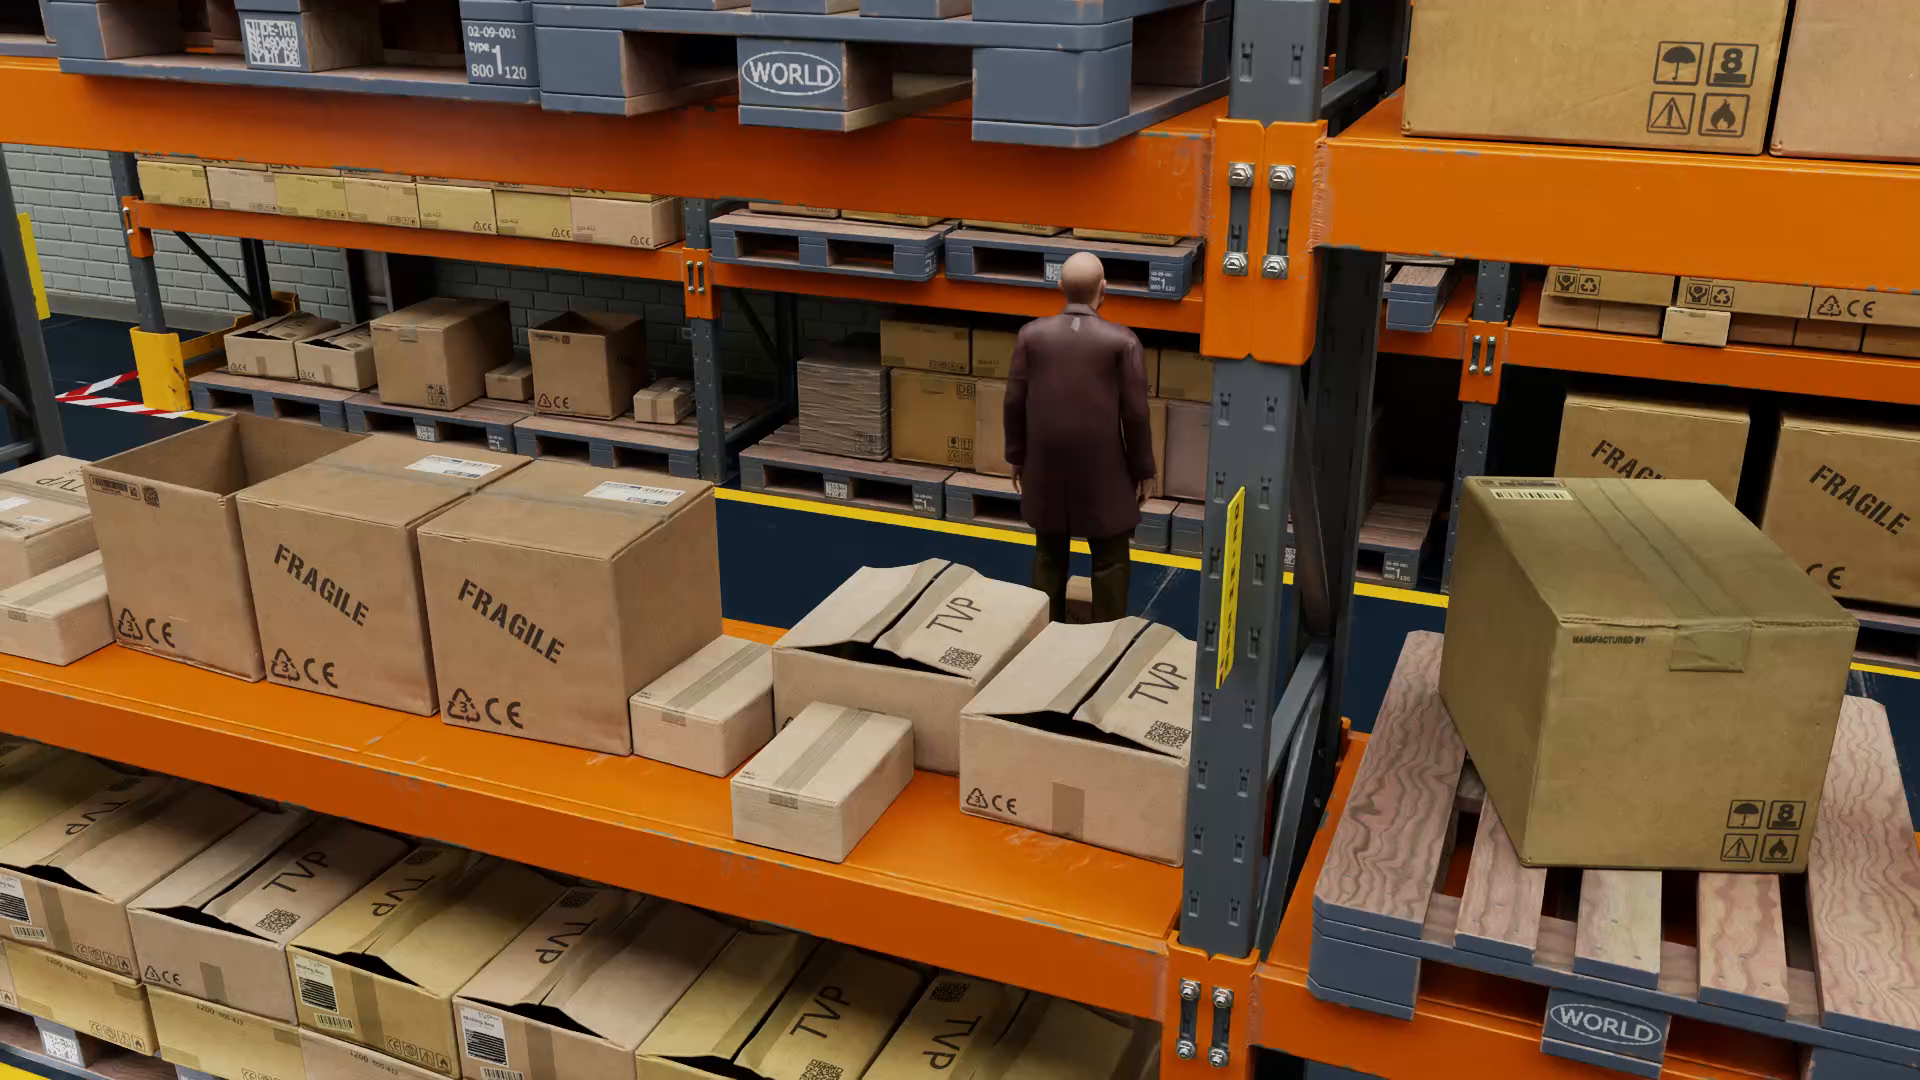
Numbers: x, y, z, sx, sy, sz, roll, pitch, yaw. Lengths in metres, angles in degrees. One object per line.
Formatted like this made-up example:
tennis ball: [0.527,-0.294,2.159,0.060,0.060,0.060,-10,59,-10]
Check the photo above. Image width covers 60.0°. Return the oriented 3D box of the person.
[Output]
person: [0.488,-0.288,6.821,0.646,1.774,0.419,8,23,20]
